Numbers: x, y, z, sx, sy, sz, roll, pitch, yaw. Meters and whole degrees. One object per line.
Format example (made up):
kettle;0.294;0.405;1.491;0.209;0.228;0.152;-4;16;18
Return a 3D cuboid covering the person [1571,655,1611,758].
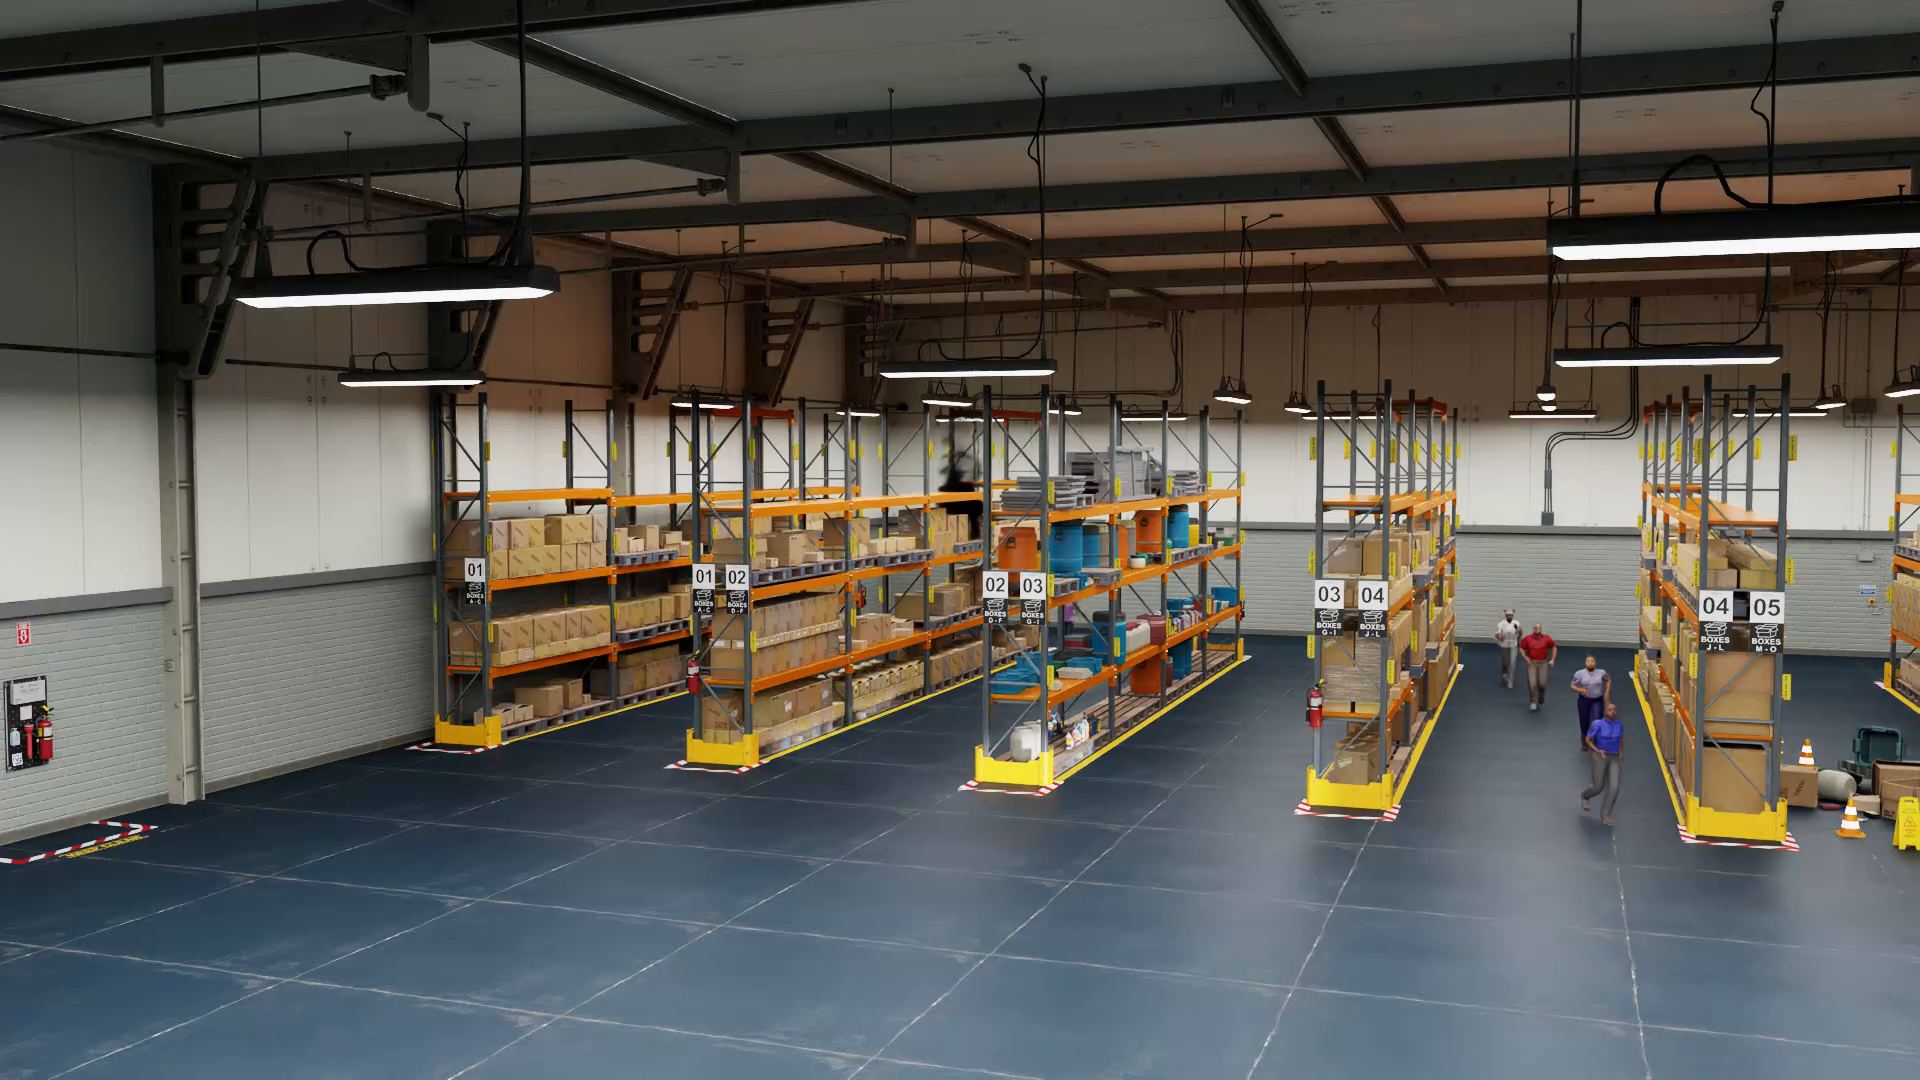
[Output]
person;10.355;2.749;27.317;0.612;1.710;0.768;1;3;22

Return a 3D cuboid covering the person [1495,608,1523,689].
person;11.696;2.278;35.432;0.564;1.683;0.897;1;3;16

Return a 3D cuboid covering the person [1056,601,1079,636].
person;2.463;1.902;38.378;0.542;1.555;0.452;1;3;10

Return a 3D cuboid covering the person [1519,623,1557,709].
person;11.234;2.444;32.342;0.698;1.686;0.620;1;3;16

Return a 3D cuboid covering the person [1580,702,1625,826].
person;8.760;3.000;22.580;0.597;1.636;0.715;0;3;-5
